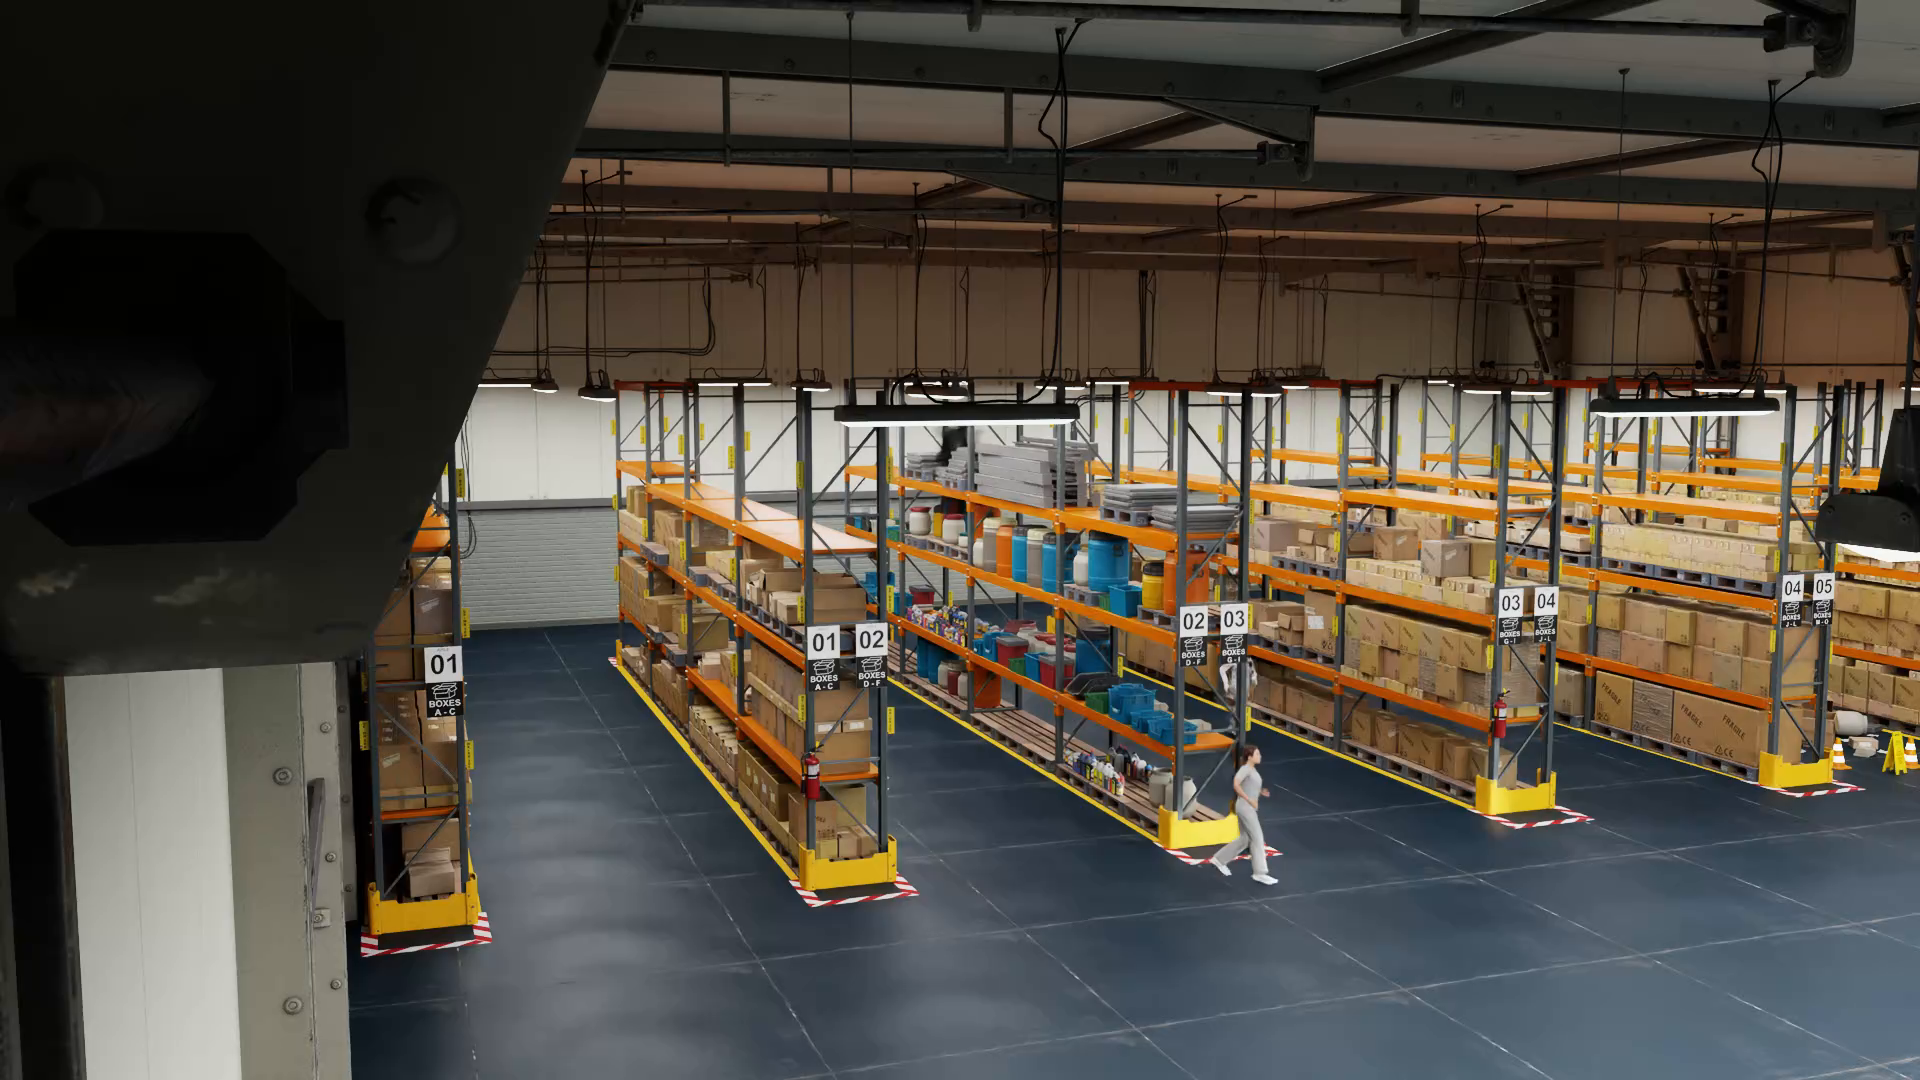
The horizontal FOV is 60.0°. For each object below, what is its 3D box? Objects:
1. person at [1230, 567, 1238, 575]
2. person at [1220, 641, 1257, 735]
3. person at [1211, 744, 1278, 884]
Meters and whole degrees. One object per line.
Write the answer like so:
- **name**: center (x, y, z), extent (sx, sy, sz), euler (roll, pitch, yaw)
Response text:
- **person**: center (6.766, 1.152, 40.884), extent (0.549, 1.738, 0.643), euler (-4, 7, -33)
- **person**: center (4.772, 2.516, 28.187), extent (0.583, 1.647, 0.692), euler (-3, 7, -27)
- **person**: center (3.538, 3.349, 20.558), extent (0.829, 1.654, 0.619), euler (2, 6, 15)
